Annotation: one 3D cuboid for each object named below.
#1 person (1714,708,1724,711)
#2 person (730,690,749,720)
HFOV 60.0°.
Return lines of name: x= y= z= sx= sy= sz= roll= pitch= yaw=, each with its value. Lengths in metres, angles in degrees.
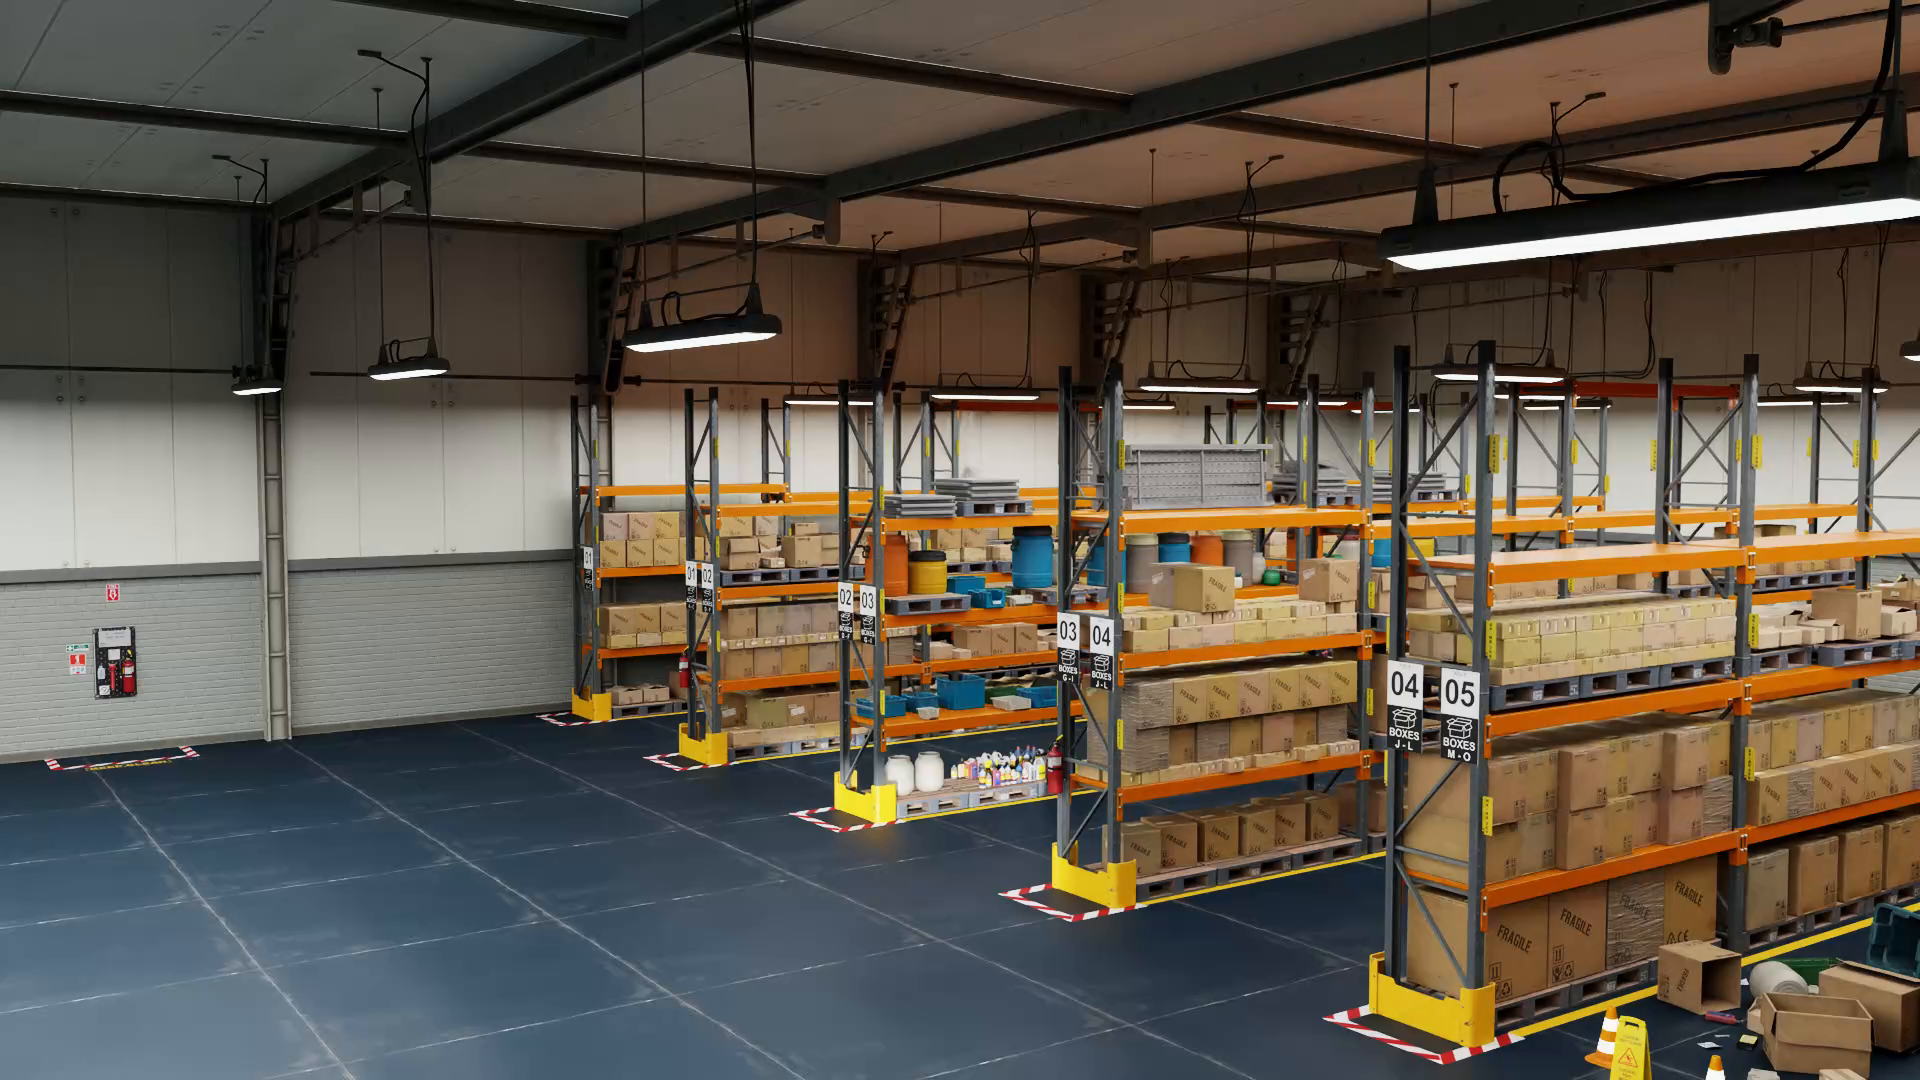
person: x=9.912 y=3.018 z=21.652 sx=0.887 sy=1.696 sz=0.529 roll=-3 pitch=4 yaw=-38
person: x=-3.886 y=2.565 z=29.171 sx=0.666 sy=1.650 sz=0.607 roll=-3 pitch=4 yaw=-37
